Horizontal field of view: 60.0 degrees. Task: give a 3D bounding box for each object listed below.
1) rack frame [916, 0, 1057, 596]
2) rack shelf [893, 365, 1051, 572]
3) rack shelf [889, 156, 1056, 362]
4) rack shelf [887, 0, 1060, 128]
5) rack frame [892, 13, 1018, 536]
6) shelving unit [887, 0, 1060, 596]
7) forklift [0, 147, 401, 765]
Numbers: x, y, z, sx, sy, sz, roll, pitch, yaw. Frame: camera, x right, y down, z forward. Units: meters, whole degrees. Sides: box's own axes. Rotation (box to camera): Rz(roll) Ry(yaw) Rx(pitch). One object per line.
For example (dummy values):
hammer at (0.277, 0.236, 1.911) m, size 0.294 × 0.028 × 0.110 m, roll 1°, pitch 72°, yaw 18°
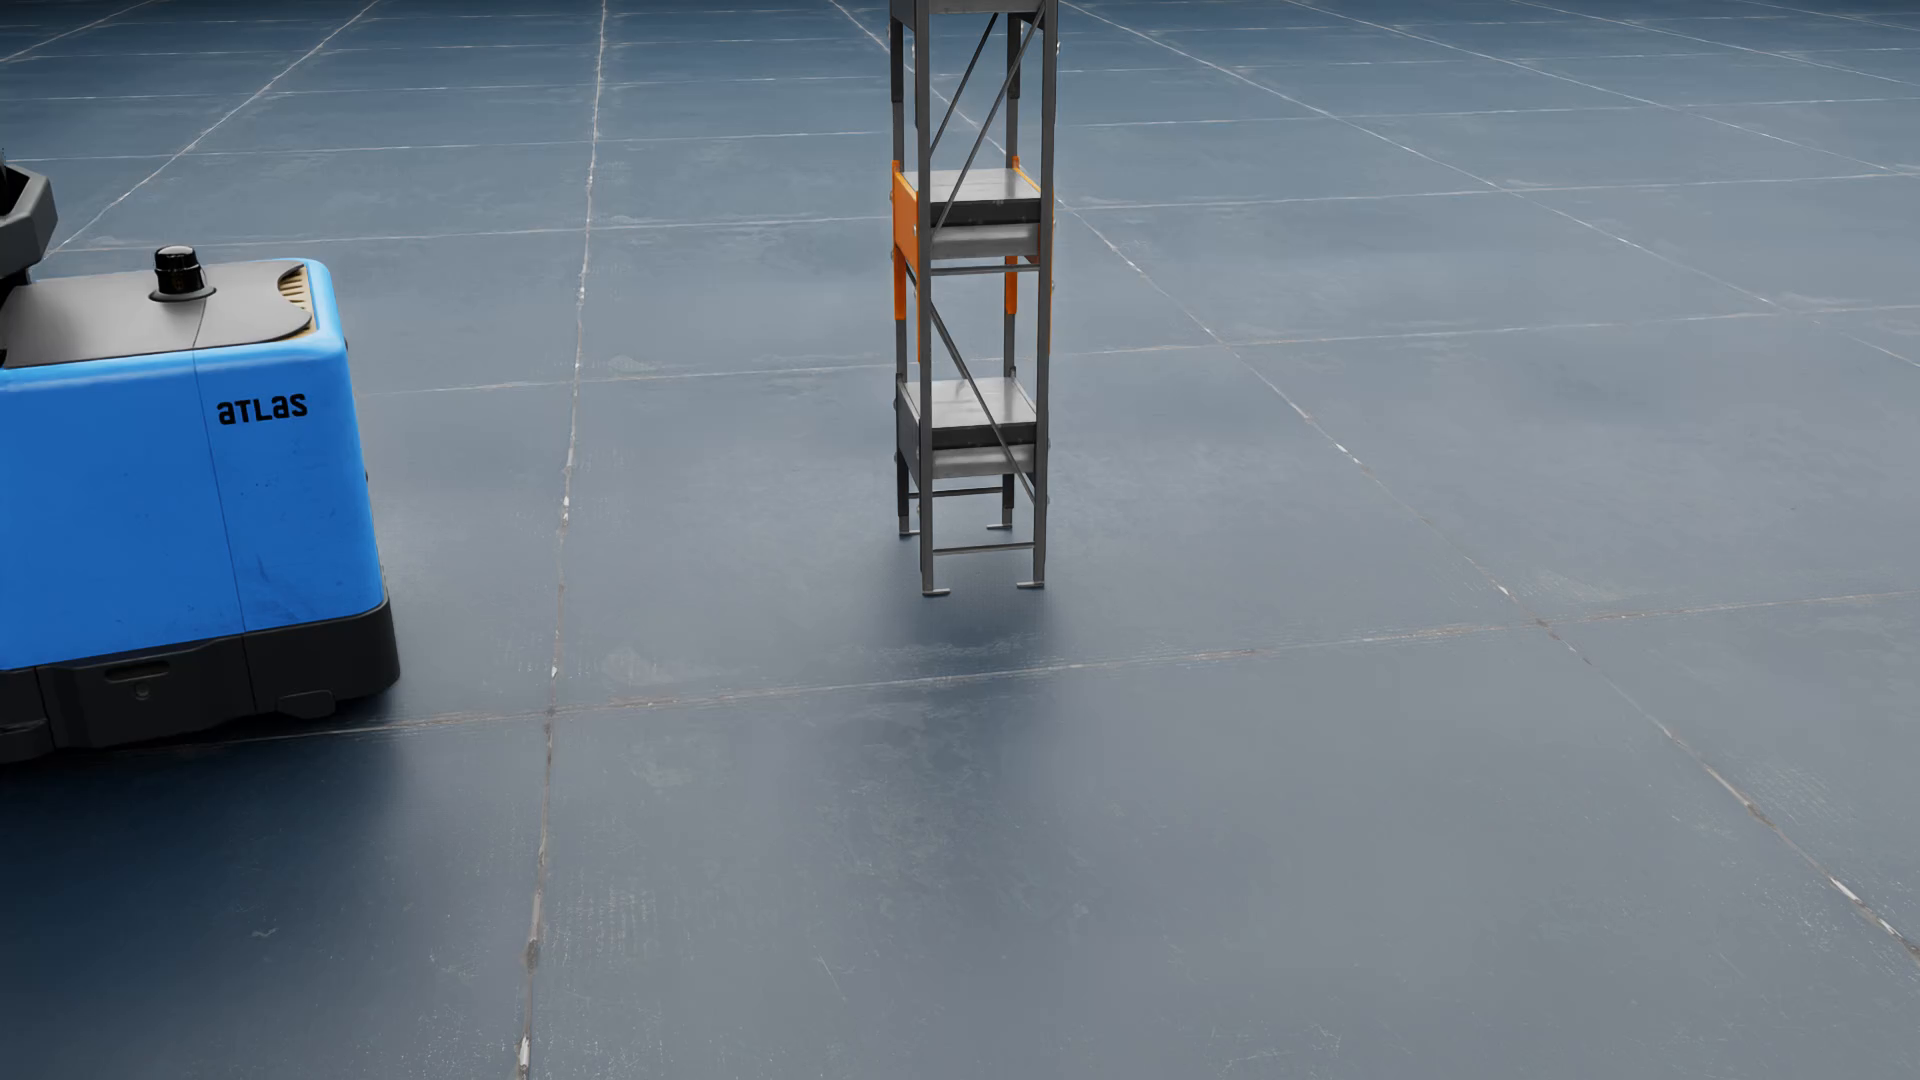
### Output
rack frame at (0.076, -0.801, 4.961) m, size 0.400 × 2.100 × 0.015 m, roll -4°, pitch 24°, yaw -10°
rack shelf at (0.031, -0.243, 5.466) m, size 0.431 × 0.518 × 0.480 m, roll -4°, pitch 24°, yaw -10°
rack shelf at (0.031, -0.885, 5.186) m, size 0.431 × 0.518 × 0.480 m, roll -4°, pitch 24°, yaw -10°
rack shelf at (0.031, -1.526, 4.906) m, size 0.431 × 0.518 × 0.480 m, roll -4°, pitch 24°, yaw -10°
rack frame at (-0.015, -0.993, 5.400) m, size 0.400 × 2.100 × 0.015 m, roll -4°, pitch 24°, yaw -10°
shelving unit at (0.031, -0.897, 5.181) m, size 0.431 × 2.100 × 0.503 m, roll -4°, pitch 24°, yaw -10°
forklift at (-3.147, -0.831, 3.991) m, size 3.031 × 2.935 × 1.130 m, roll -9°, pitch 25°, yaw -20°
